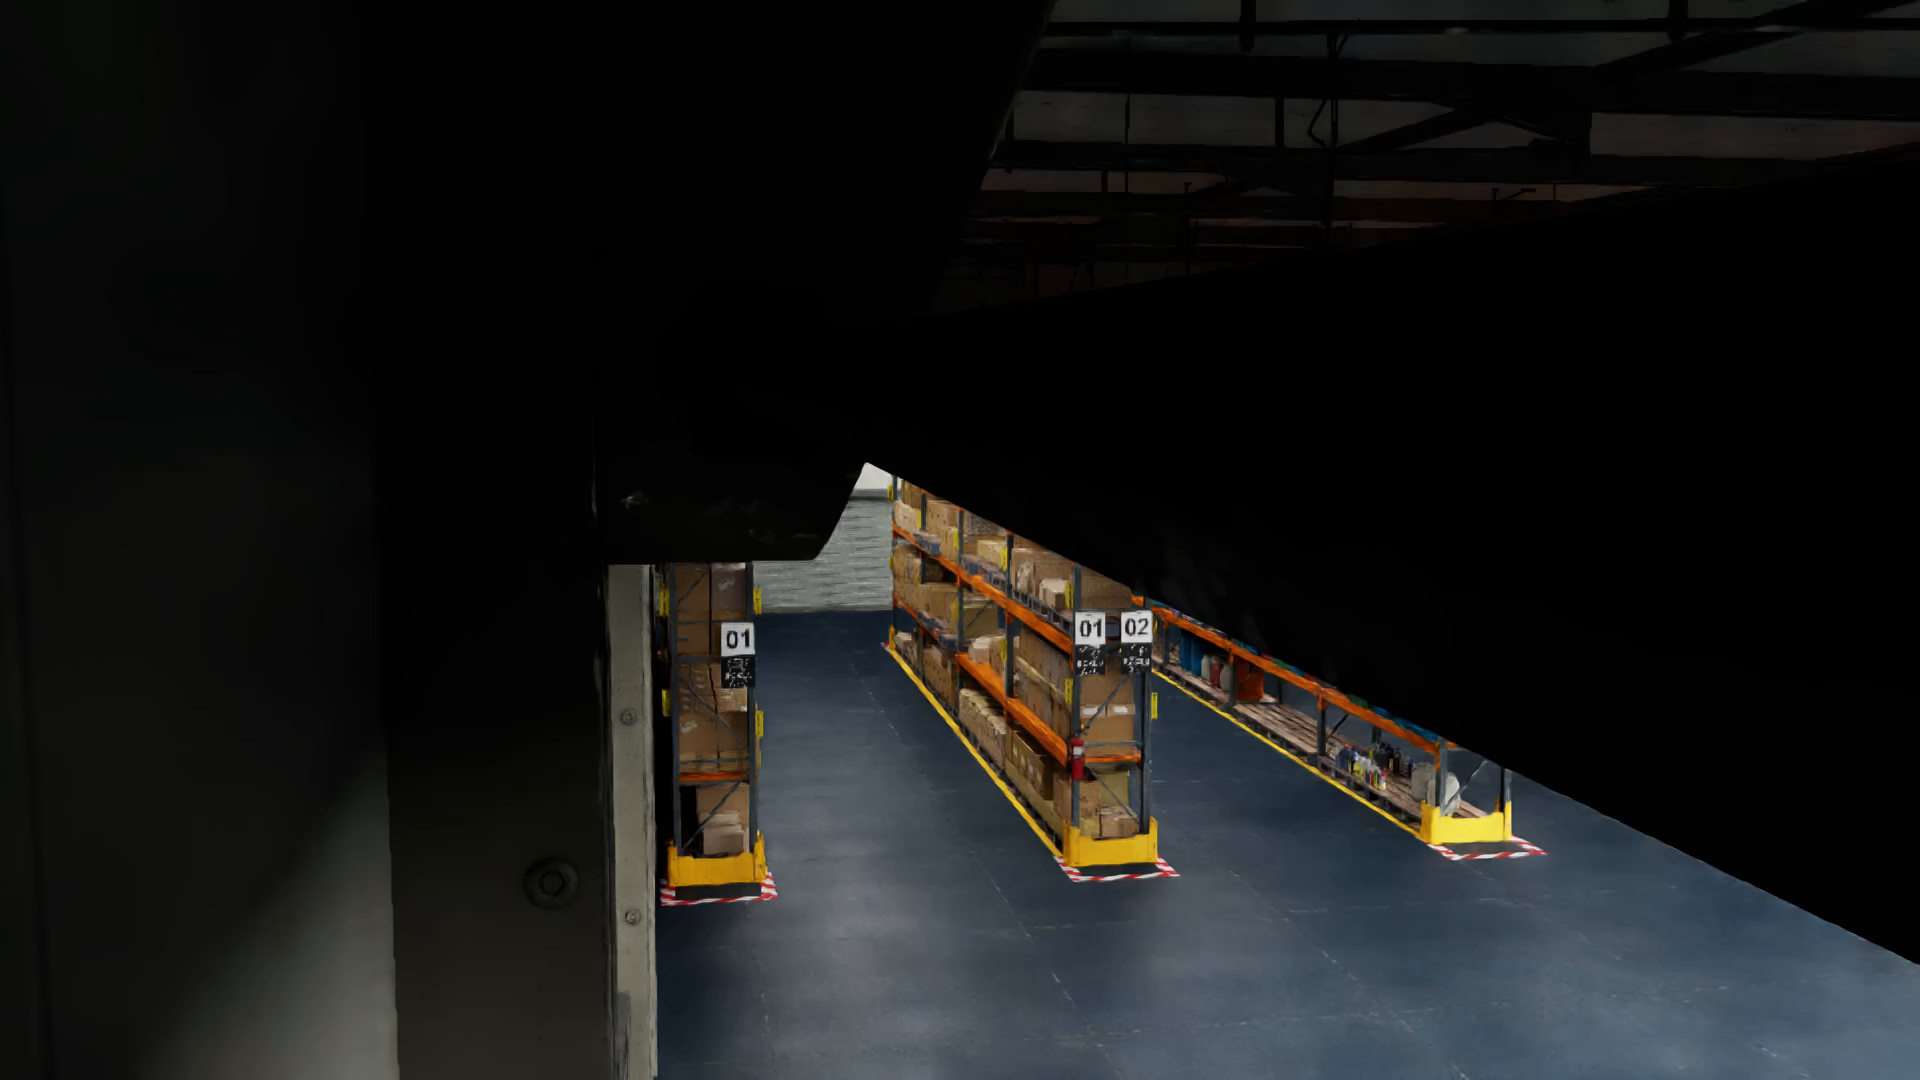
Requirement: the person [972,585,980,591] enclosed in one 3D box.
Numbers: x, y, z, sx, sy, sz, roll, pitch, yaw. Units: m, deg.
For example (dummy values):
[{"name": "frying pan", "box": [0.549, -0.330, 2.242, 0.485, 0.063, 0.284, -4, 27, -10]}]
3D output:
[{"name": "person", "box": [0.263, 1.256, 39.414, 0.500, 1.625, 0.997, -1, 6, -11]}]
